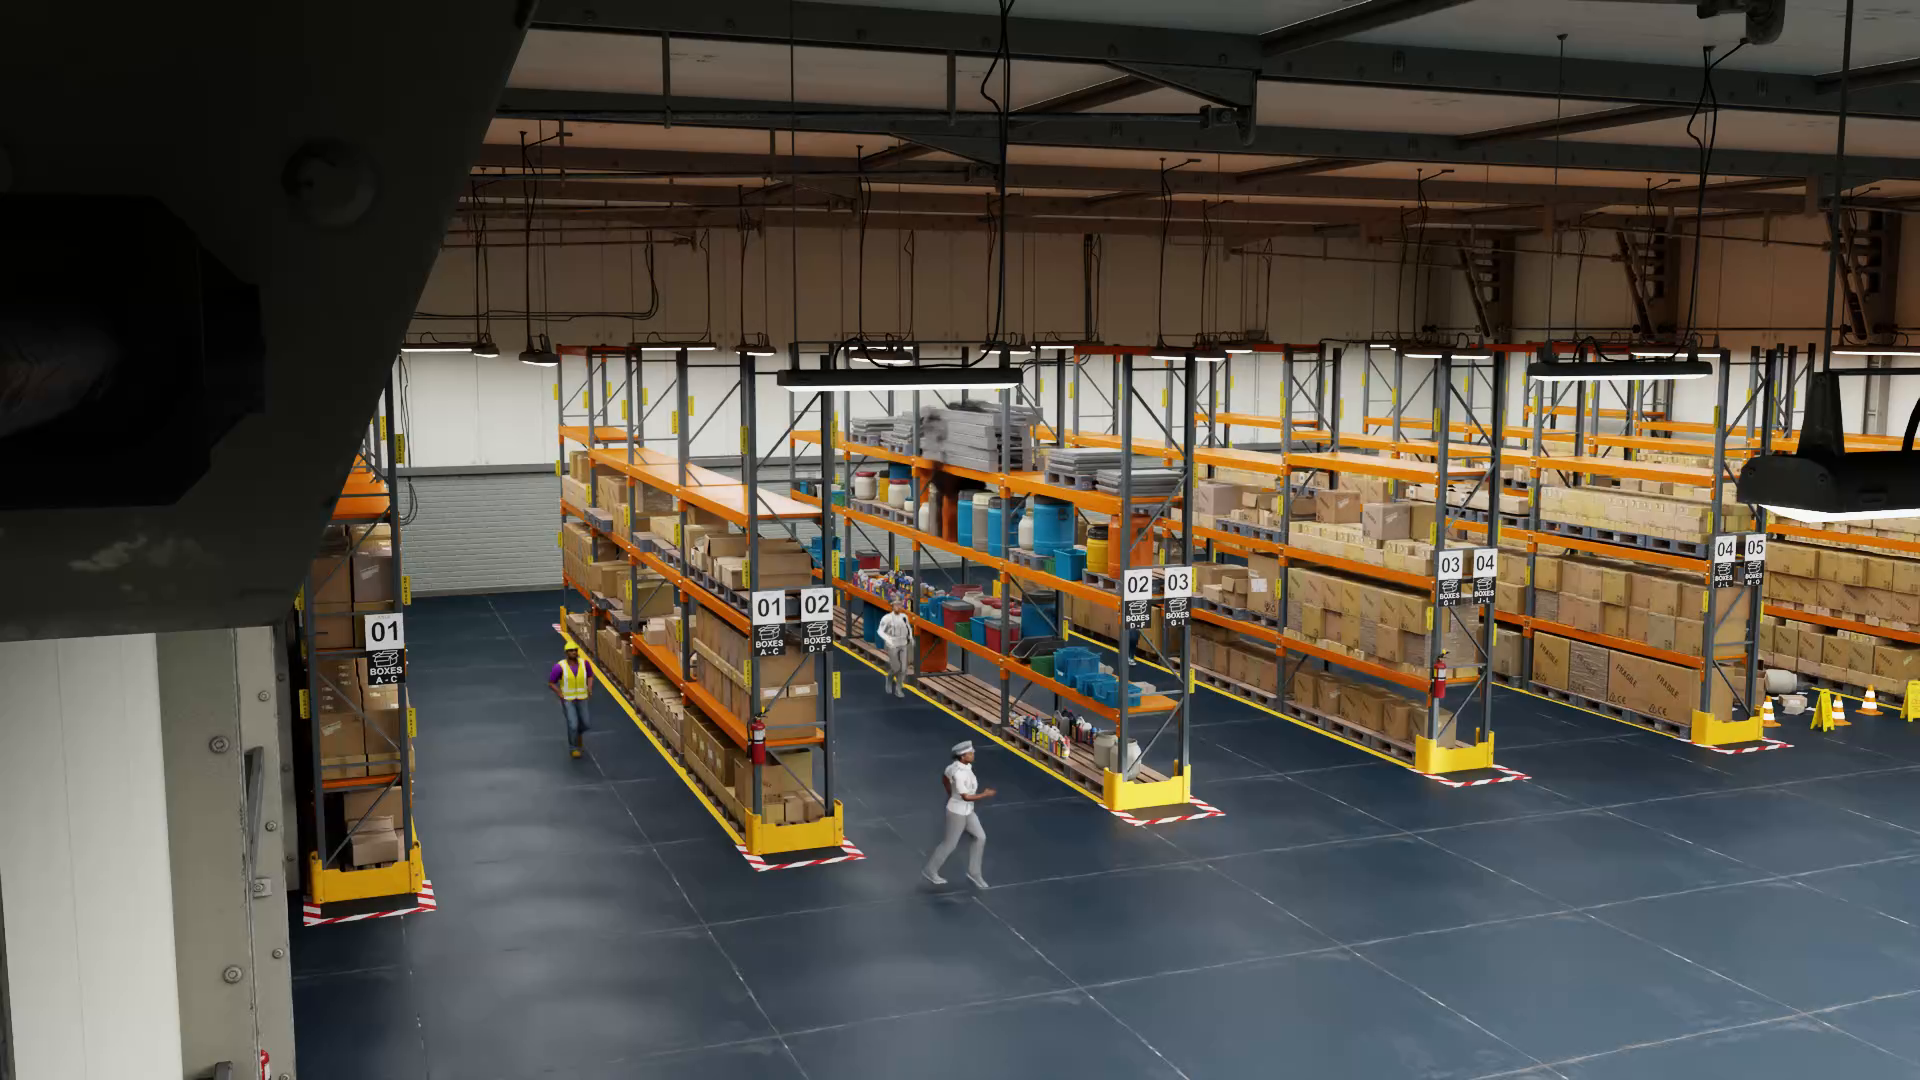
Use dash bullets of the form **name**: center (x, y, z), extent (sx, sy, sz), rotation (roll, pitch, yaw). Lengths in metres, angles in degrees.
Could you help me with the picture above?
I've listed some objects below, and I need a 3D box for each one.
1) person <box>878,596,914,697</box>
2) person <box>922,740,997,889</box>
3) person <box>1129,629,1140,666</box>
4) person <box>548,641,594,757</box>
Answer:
- **person**: center (-1.030, 1.747, 27.371), extent (0.615, 1.659, 0.523), rotation (-4, 8, -26)
- **person**: center (-0.005, 3.115, 18.809), extent (0.846, 1.749, 0.539), rotation (1, 7, 9)
- **person**: center (3.121, 1.484, 29.789), extent (0.527, 1.593, 0.554), rotation (-3, 8, -23)
- **person**: center (-5.732, 2.353, 24.665), extent (0.696, 1.716, 0.605), rotation (-4, 8, -28)
